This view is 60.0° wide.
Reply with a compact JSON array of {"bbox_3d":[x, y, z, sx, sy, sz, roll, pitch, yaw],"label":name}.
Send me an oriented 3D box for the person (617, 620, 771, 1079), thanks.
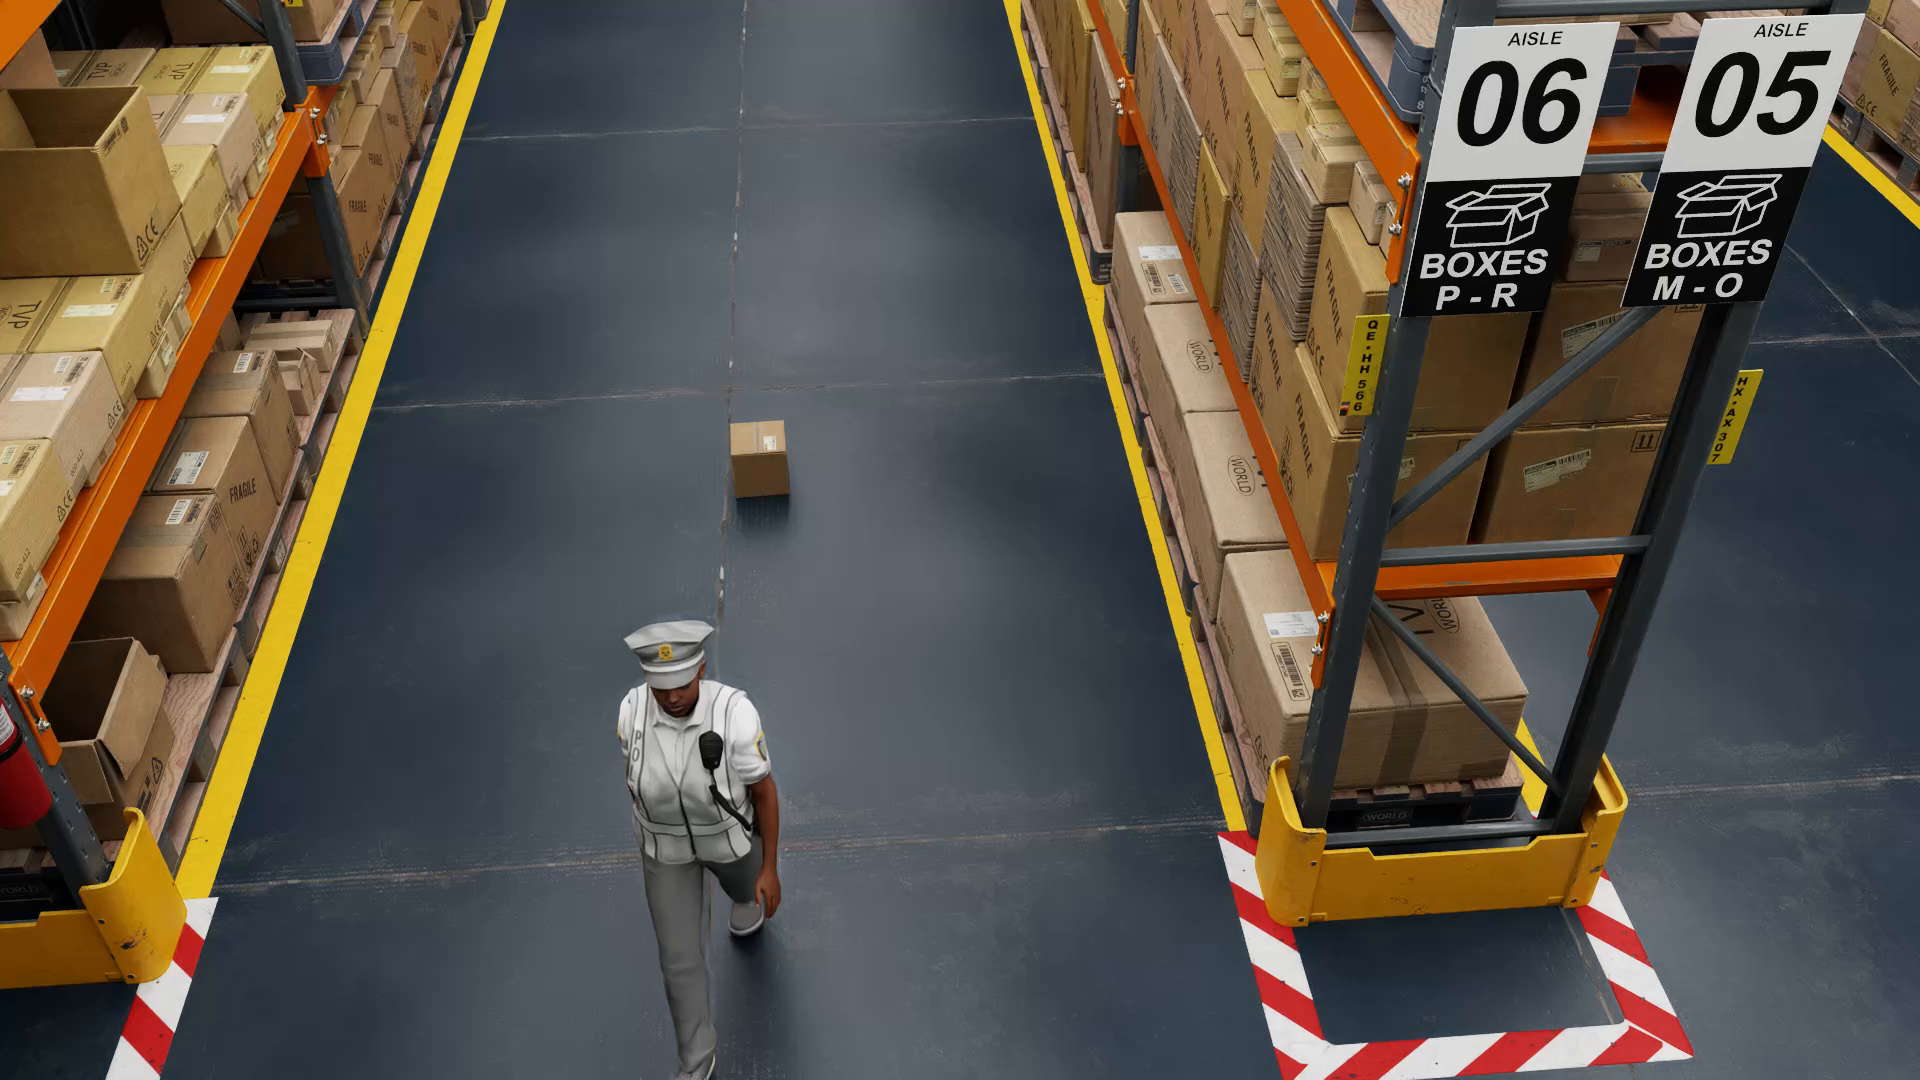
[{"bbox_3d":[-0.775,0.902,5.024,0.445,1.639,0.984,-1,39,-1],"label":"person"}]
